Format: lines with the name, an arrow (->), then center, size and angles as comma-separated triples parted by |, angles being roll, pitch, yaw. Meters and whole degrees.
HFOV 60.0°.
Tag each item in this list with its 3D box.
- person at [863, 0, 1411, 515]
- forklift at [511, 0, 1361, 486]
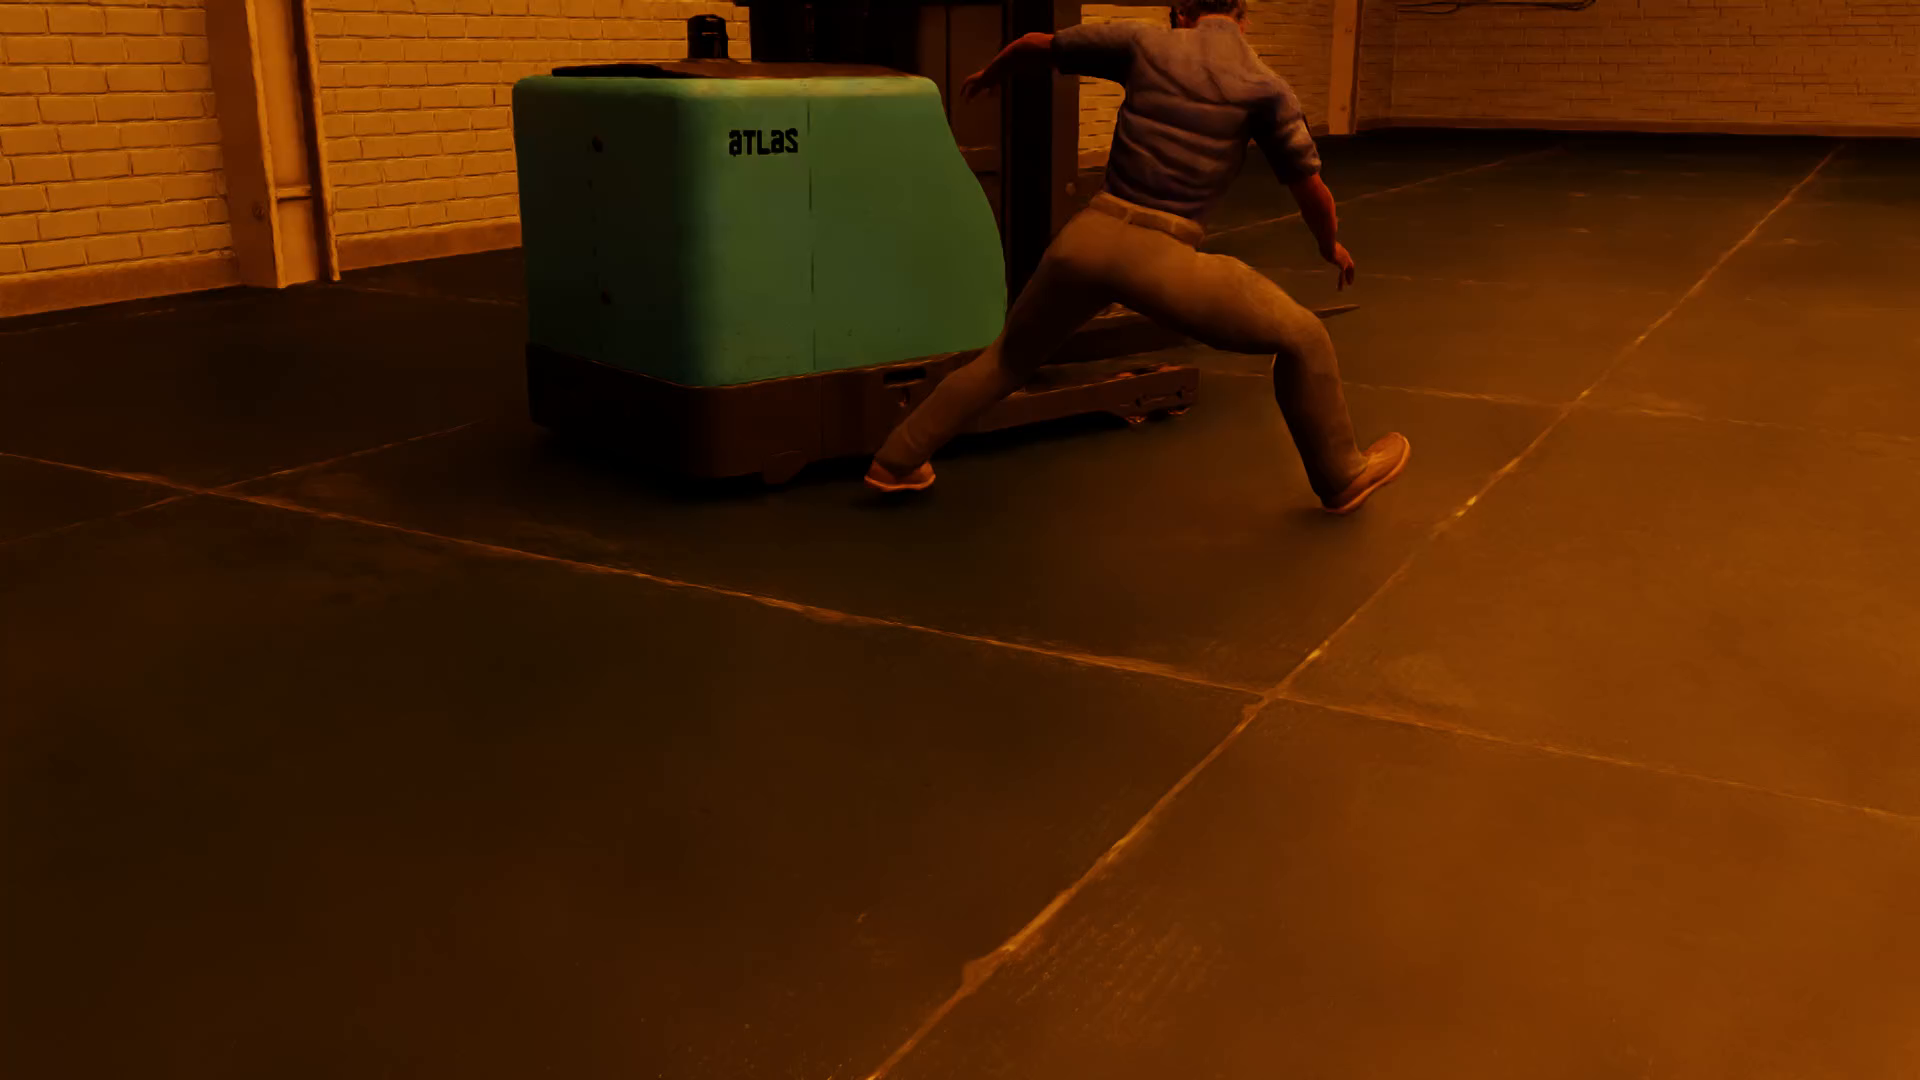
person -> 0.451, -0.720, 4.175 | 1.269, 1.324, 0.767 | 9, 19, 28
forklift -> 0.149, -1.875, 5.220 | 3.031, 2.935, 1.130 | -14, 21, -39
